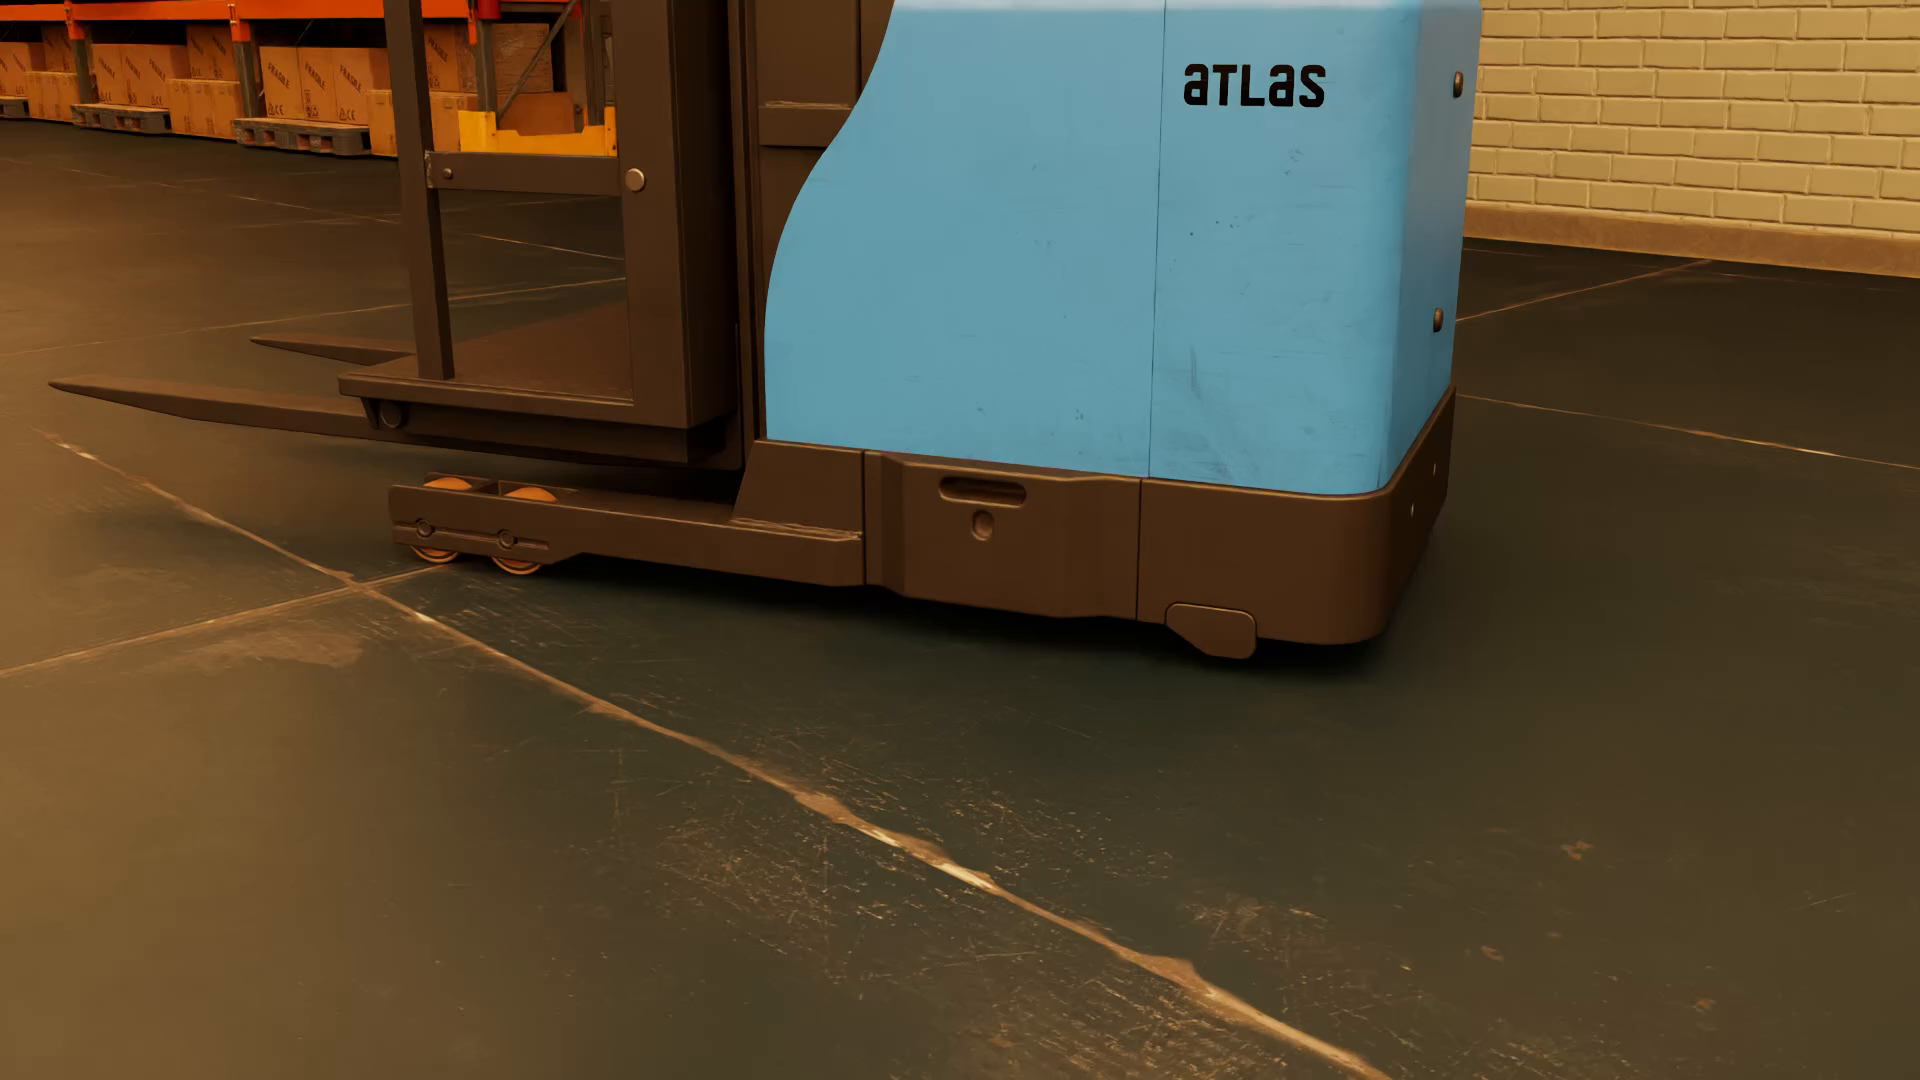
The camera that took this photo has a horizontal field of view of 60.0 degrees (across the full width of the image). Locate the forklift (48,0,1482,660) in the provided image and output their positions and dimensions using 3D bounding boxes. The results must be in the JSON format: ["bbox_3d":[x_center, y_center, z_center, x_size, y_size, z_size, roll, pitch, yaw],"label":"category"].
[{"bbox_3d":[-0.563,-1.469,3.184,3.031,2.935,1.130,7,18,21],"label":"forklift"}]
